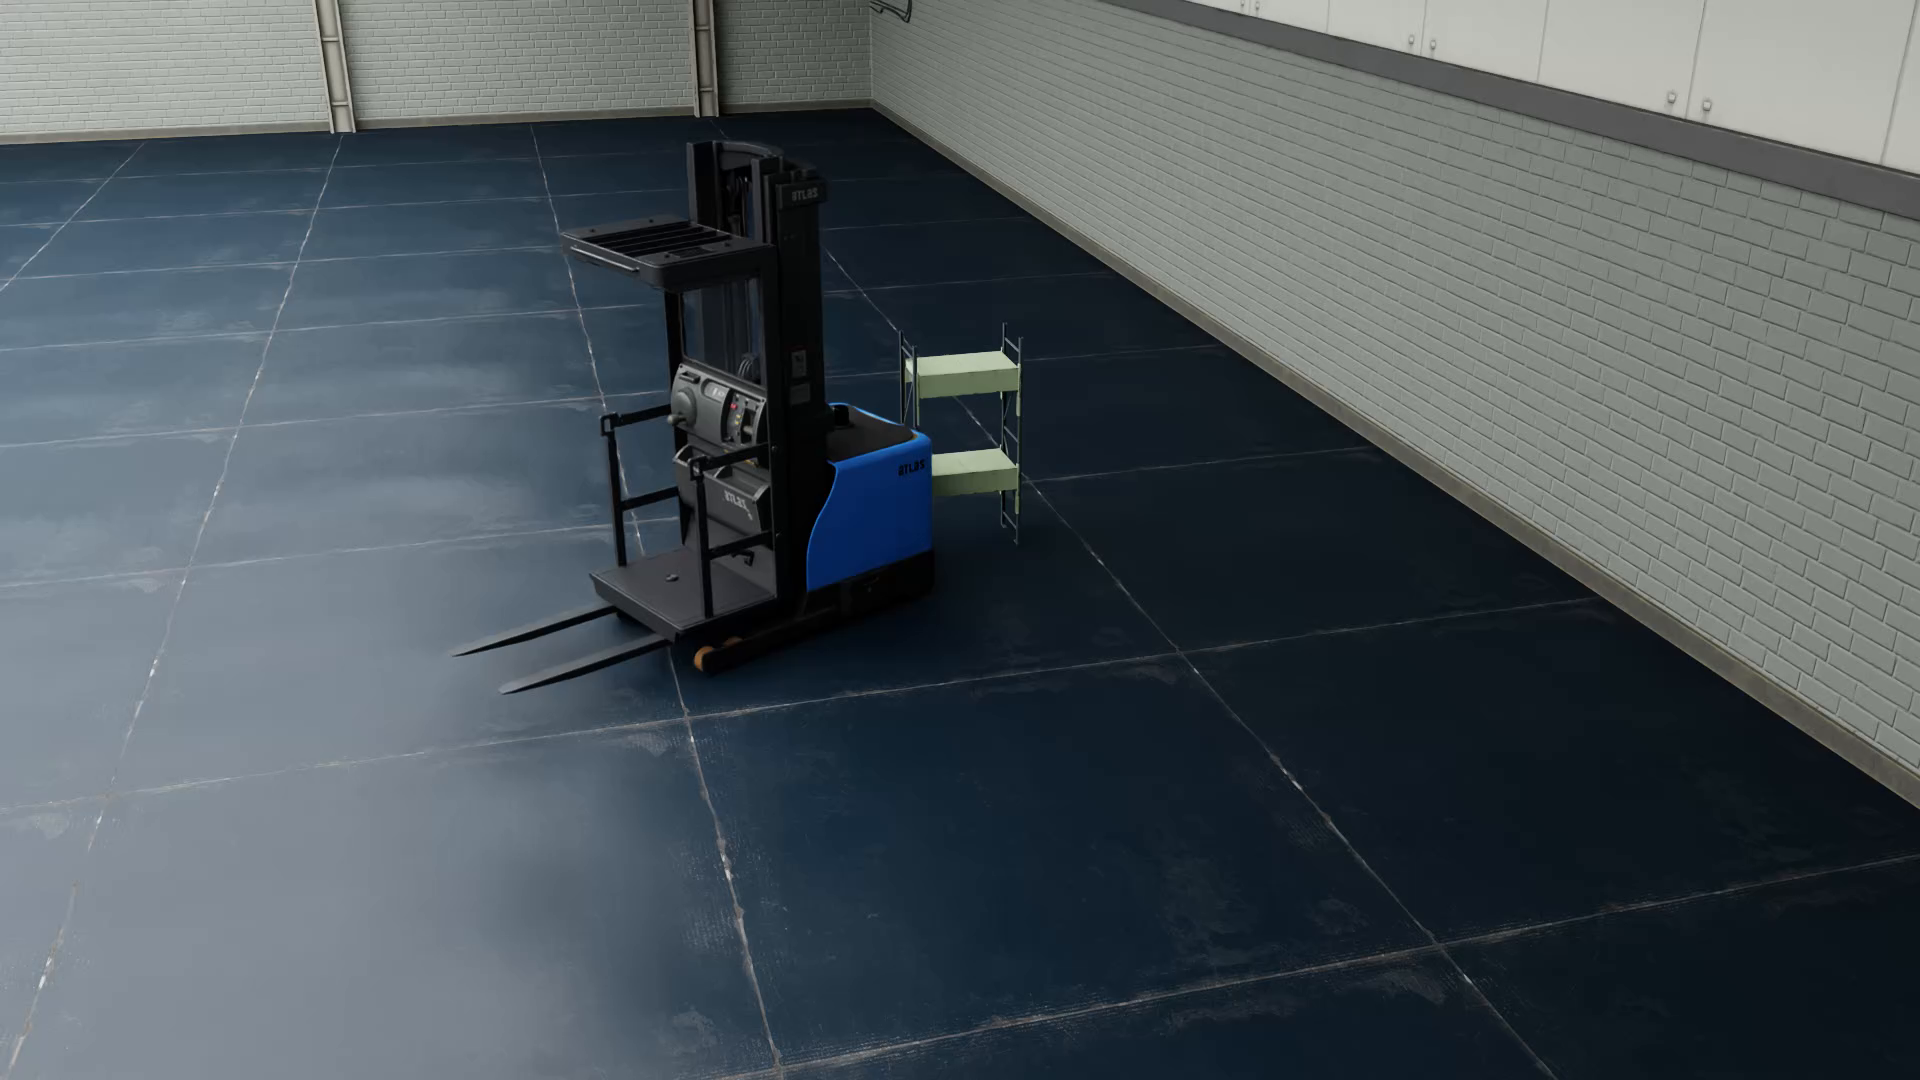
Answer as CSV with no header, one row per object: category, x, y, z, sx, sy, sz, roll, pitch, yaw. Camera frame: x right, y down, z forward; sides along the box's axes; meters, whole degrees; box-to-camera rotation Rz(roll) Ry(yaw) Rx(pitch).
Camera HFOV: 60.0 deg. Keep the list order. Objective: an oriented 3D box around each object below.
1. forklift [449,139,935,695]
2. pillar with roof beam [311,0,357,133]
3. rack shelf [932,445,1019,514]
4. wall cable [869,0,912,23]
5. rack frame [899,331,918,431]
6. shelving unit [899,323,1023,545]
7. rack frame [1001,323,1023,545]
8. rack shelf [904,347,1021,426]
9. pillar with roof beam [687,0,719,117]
forklift,-1.609,-0.781,9.853,3.031,2.935,1.130,-19,30,-37
pillar with roof beam,-9.031,-9.268,21.937,0.400,9.000,9.100,-6,24,-14
rack shelf,0.006,-0.390,11.584,0.720,0.370,0.431,-6,24,-14
wall cable,-1.223,-9.926,27.409,0.112,2.526,3.097,-6,24,-14
rack frame,-0.346,-0.651,11.365,0.023,1.500,0.400,-6,24,-14
shelving unit,0.006,-0.690,11.456,0.755,1.500,0.431,-6,24,-14
rack frame,0.359,-0.729,11.547,0.023,1.500,0.400,-6,24,-14
rack shelf,0.006,-1.049,11.302,0.720,0.370,0.431,-6,24,-14
pillar with roof beam,-3.254,-9.907,23.426,0.400,9.000,9.100,-6,24,-14
